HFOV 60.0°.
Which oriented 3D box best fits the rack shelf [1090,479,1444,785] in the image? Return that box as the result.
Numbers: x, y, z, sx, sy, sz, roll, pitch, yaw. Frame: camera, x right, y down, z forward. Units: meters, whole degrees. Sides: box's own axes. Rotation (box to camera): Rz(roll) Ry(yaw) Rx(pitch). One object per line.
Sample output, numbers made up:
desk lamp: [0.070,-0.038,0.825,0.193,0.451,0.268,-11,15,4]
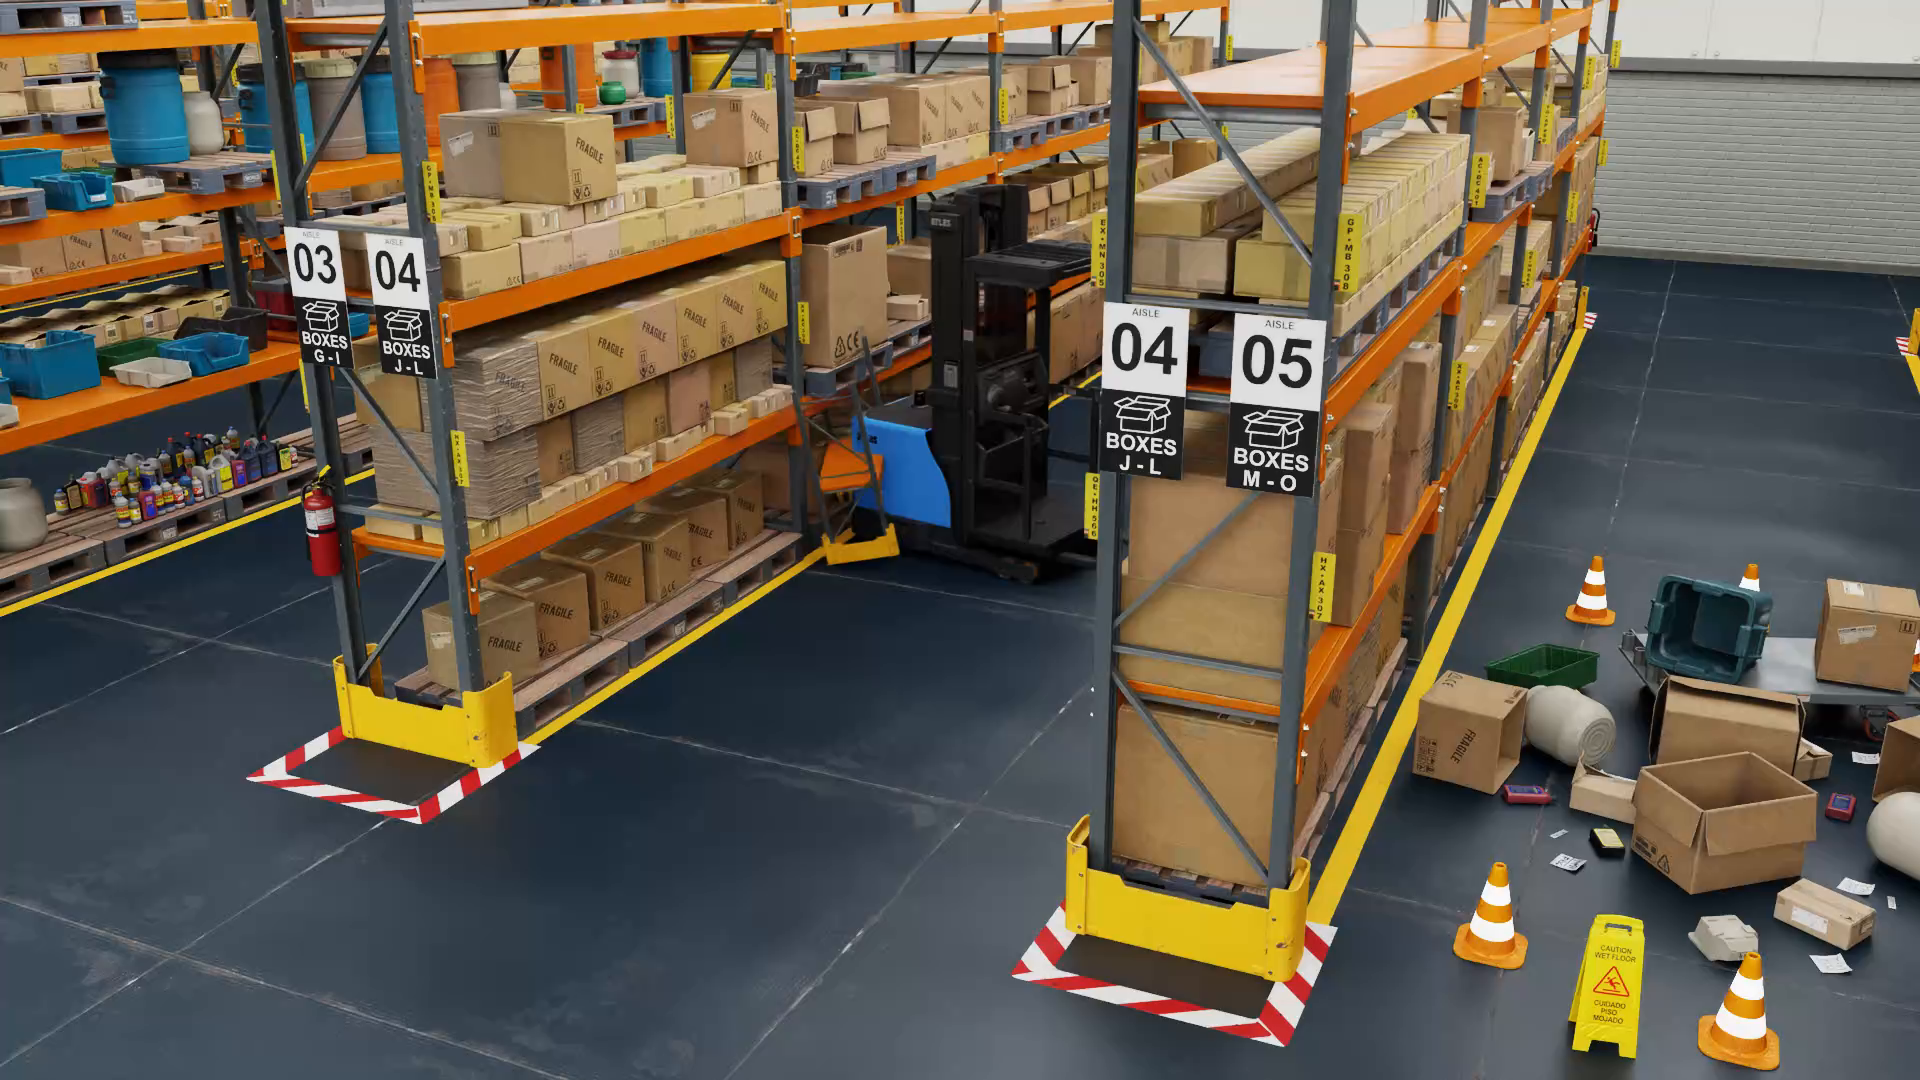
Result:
rack shelf: [1.946,0.307,9.703,1.077,0.370,4.000,9,21,23]

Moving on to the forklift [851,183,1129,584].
forklift: [0.586,-1.237,13.072,3.031,2.935,1.130,13,24,33]

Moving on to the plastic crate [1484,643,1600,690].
plastic crate: [3.889,0.887,11.109,0.662,0.188,0.450,-14,14,-33]

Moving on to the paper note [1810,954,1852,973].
paper note: [4.255,2.064,8.119,0.148,0.019,0.142,1,20,4]

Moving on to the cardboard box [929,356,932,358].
cardboard box: [-0.328,-1.752,16.373,0.500,0.250,0.500,10,22,25]

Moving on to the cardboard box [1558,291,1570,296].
cardboard box: [7.384,-3.014,20.708,0.380,0.149,0.250,8,21,21]

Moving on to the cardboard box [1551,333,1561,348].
cardboard box: [6.977,-2.413,19.906,0.380,0.149,0.250,8,21,21]

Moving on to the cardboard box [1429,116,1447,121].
cardboard box: [4.405,-3.536,14.810,0.500,0.500,0.500,9,21,23]

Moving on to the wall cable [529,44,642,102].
wall cable: [-7.720,-10.106,33.590,3.097,2.526,0.112,9,21,23]

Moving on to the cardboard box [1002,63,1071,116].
cardboard box: [0.736,-4.865,17.915,0.797,0.503,0.637,8,21,22]

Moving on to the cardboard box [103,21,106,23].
cardboard box: [-12.692,-7.439,24.008,0.500,0.250,0.500,8,21,21]

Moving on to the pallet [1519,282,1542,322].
pallet: [5.176,-2.387,16.490,1.003,0.211,1.213,9,21,23]

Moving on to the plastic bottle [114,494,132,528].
plastic bottle: [-6.849,-0.245,13.597,0.097,0.271,0.097,0,20,0]

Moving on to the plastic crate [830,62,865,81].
plastic crate: [-1.736,-6.975,24.824,0.497,0.269,0.590,9,21,23]

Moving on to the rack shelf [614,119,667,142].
rack shelf: [-3.781,-4.943,19.989,1.077,0.370,4.000,9,21,23]

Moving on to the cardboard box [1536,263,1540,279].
cardboard box: [5.746,-2.788,17.080,0.380,0.149,0.250,7,21,20]

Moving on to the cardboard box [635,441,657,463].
cardboard box: [-2.339,-0.608,11.577,0.380,0.149,0.250,9,21,23]

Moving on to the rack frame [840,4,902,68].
rack frame: [-1.324,-8.530,24.523,1.000,3.000,0.127,9,21,23]

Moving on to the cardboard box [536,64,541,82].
cardboard box: [-6.438,-7.077,25.138,0.500,0.250,0.500,9,21,23]

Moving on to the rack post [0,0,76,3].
rack post: [-7.111,-4.199,12.460,0.937,0.300,0.954,8,21,22]

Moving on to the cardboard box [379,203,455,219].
cardboard box: [-3.302,-1.953,10.135,0.380,0.149,0.250,8,21,20]

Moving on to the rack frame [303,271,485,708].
rack frame: [-3.357,-0.132,9.864,1.000,3.000,0.127,9,21,23]

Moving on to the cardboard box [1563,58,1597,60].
cardboard box: [7.348,-5.631,19.731,0.380,0.149,0.250,8,21,21]

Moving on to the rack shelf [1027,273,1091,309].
rack shelf: [0.738,-2.850,18.580,1.077,0.370,4.000,9,21,23]

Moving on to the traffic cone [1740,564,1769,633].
traffic cone: [5.759,0.403,12.145,0.336,0.463,0.334,9,21,23]

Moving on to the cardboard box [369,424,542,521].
cardboard box: [-3.107,-0.484,10.260,0.875,0.500,0.500,9,21,23]

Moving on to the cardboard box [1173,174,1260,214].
cardboard box: [1.268,-1.720,8.260,0.380,0.149,0.250,9,21,24]

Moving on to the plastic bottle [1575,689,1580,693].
plastic bottle: [4.028,1.032,10.975,0.133,0.061,0.283,-2,20,-5]

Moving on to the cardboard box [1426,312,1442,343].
cardboard box: [2.963,-1.314,11.547,0.700,0.500,0.500,8,21,22]

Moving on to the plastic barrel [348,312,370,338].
plastic barrel: [-5.803,-2.347,15.345,0.600,0.901,0.708,9,21,23]

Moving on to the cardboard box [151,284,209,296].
cardboard box: [-9.599,-2.985,20.526,0.500,0.311,0.500,9,22,25]

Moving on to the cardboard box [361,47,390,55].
cardboard box: [-8.006,-6.515,22.410,0.600,0.600,0.600,8,21,22]

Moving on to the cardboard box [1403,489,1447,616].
cardboard box: [2.937,0.016,12.177,1.050,0.750,0.750,8,21,22]

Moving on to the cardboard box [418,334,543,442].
cardboard box: [-2.883,-0.921,9.998,0.500,0.500,0.500,9,21,23]

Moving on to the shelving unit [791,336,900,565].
shelving unit: [-0.891,-0.743,13.502,0.587,1.500,1.083,-8,27,7]

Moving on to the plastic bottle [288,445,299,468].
plastic bottle: [-6.102,-0.770,15.177,0.097,0.201,0.097,0,20,0]

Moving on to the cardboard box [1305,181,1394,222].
cardboard box: [1.866,-1.627,7.999,0.380,0.149,0.250,9,21,23]

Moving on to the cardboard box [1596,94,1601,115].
cardboard box: [7.316,-5.172,19.784,0.500,0.250,0.500,10,22,25]

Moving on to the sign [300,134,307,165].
sign: [-5.740,-3.373,14.488,0.100,0.325,0.005,9,21,23]

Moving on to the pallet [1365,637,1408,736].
pallet: [2.382,0.892,11.146,1.003,0.211,1.213,9,21,23]

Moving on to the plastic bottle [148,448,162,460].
plastic bottle: [-7.130,-0.670,14.773,0.061,0.283,0.133,10,22,25]

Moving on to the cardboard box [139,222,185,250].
cardboard box: [-9.660,-3.649,19.887,0.500,0.311,0.500,8,21,22]

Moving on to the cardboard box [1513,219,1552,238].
cardboard box: [6.054,-3.299,17.630,0.380,0.149,0.250,10,22,25]

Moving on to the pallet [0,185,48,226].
pallet: [-7.448,-2.376,11.978,1.003,0.211,1.213,9,21,23]

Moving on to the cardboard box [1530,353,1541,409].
cardboard box: [5.757,-1.692,17.353,0.500,0.500,0.500,8,21,21]

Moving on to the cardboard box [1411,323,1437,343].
cardboard box: [2.582,-1.115,10.792,0.875,0.550,0.550,9,21,23]

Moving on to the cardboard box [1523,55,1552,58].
cardboard box: [7.040,-5.862,20.381,0.380,0.149,0.250,9,21,23]

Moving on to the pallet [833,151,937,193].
pallet: [-0.947,-3.171,14.214,1.213,0.211,1.003,9,21,23]

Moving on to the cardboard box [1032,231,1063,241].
cardboard box: [0.782,-3.051,17.923,0.500,0.500,0.500,8,21,22]

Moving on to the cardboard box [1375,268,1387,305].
cardboard box: [1.870,-1.254,8.140,0.380,0.149,0.250,9,21,23]

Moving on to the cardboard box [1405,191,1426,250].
cardboard box: [2.178,-1.724,8.867,0.500,0.250,0.500,8,21,22]

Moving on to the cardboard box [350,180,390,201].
cardboard box: [-8.146,-4.857,22.375,0.700,0.500,0.500,3,20,9]

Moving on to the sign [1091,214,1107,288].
sign: [0.637,-1.293,7.447,0.100,0.325,0.005,9,21,23]

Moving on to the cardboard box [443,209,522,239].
cardboard box: [-2.848,-1.875,9.918,0.380,0.149,0.250,8,21,22]

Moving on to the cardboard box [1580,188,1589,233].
cardboard box: [7.315,-4.013,20.184,0.500,0.500,0.500,9,21,23]

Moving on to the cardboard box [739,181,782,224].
cardboard box: [-1.667,-2.523,12.332,0.500,0.250,0.500,9,22,25]
